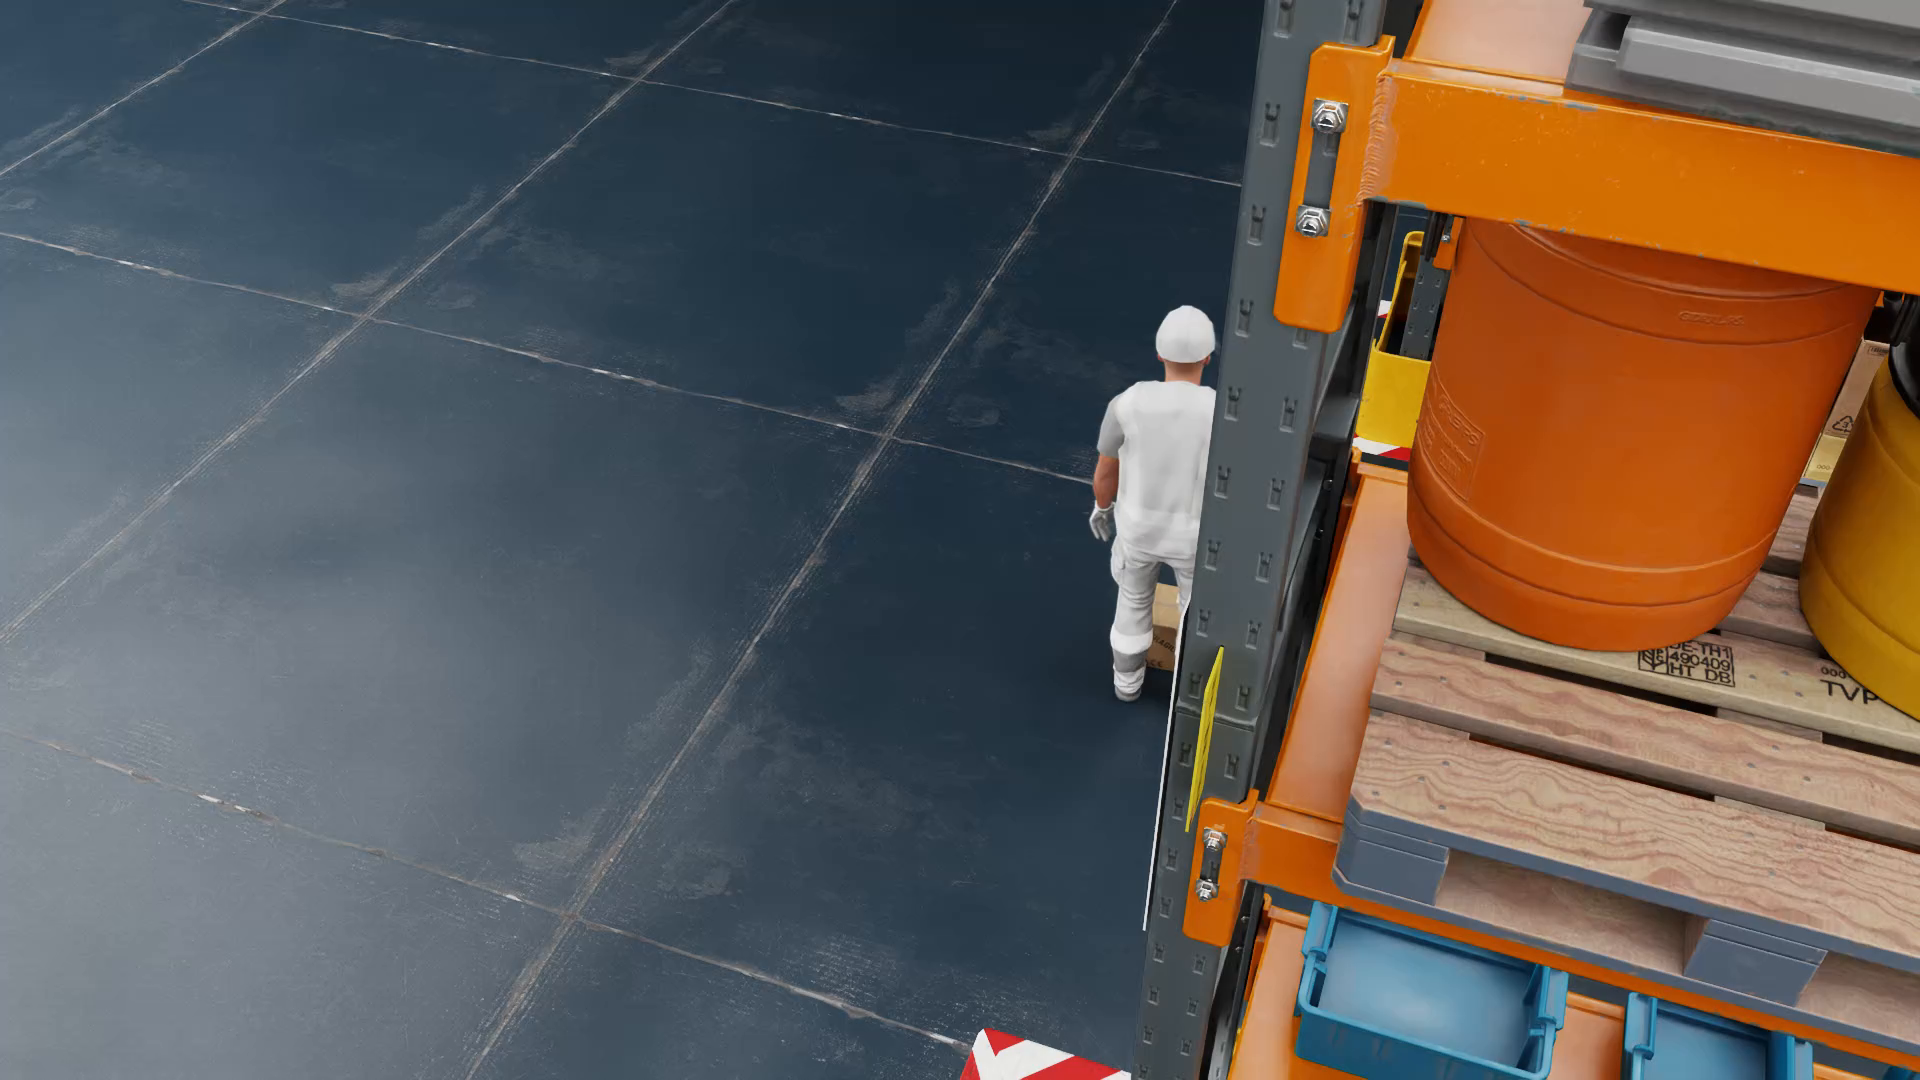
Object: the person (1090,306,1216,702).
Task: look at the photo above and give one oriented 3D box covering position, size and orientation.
[{"bbox_3d":[0.790,-0.070,6.228,0.615,1.778,0.453,11,42,12],"label":"person"}]
